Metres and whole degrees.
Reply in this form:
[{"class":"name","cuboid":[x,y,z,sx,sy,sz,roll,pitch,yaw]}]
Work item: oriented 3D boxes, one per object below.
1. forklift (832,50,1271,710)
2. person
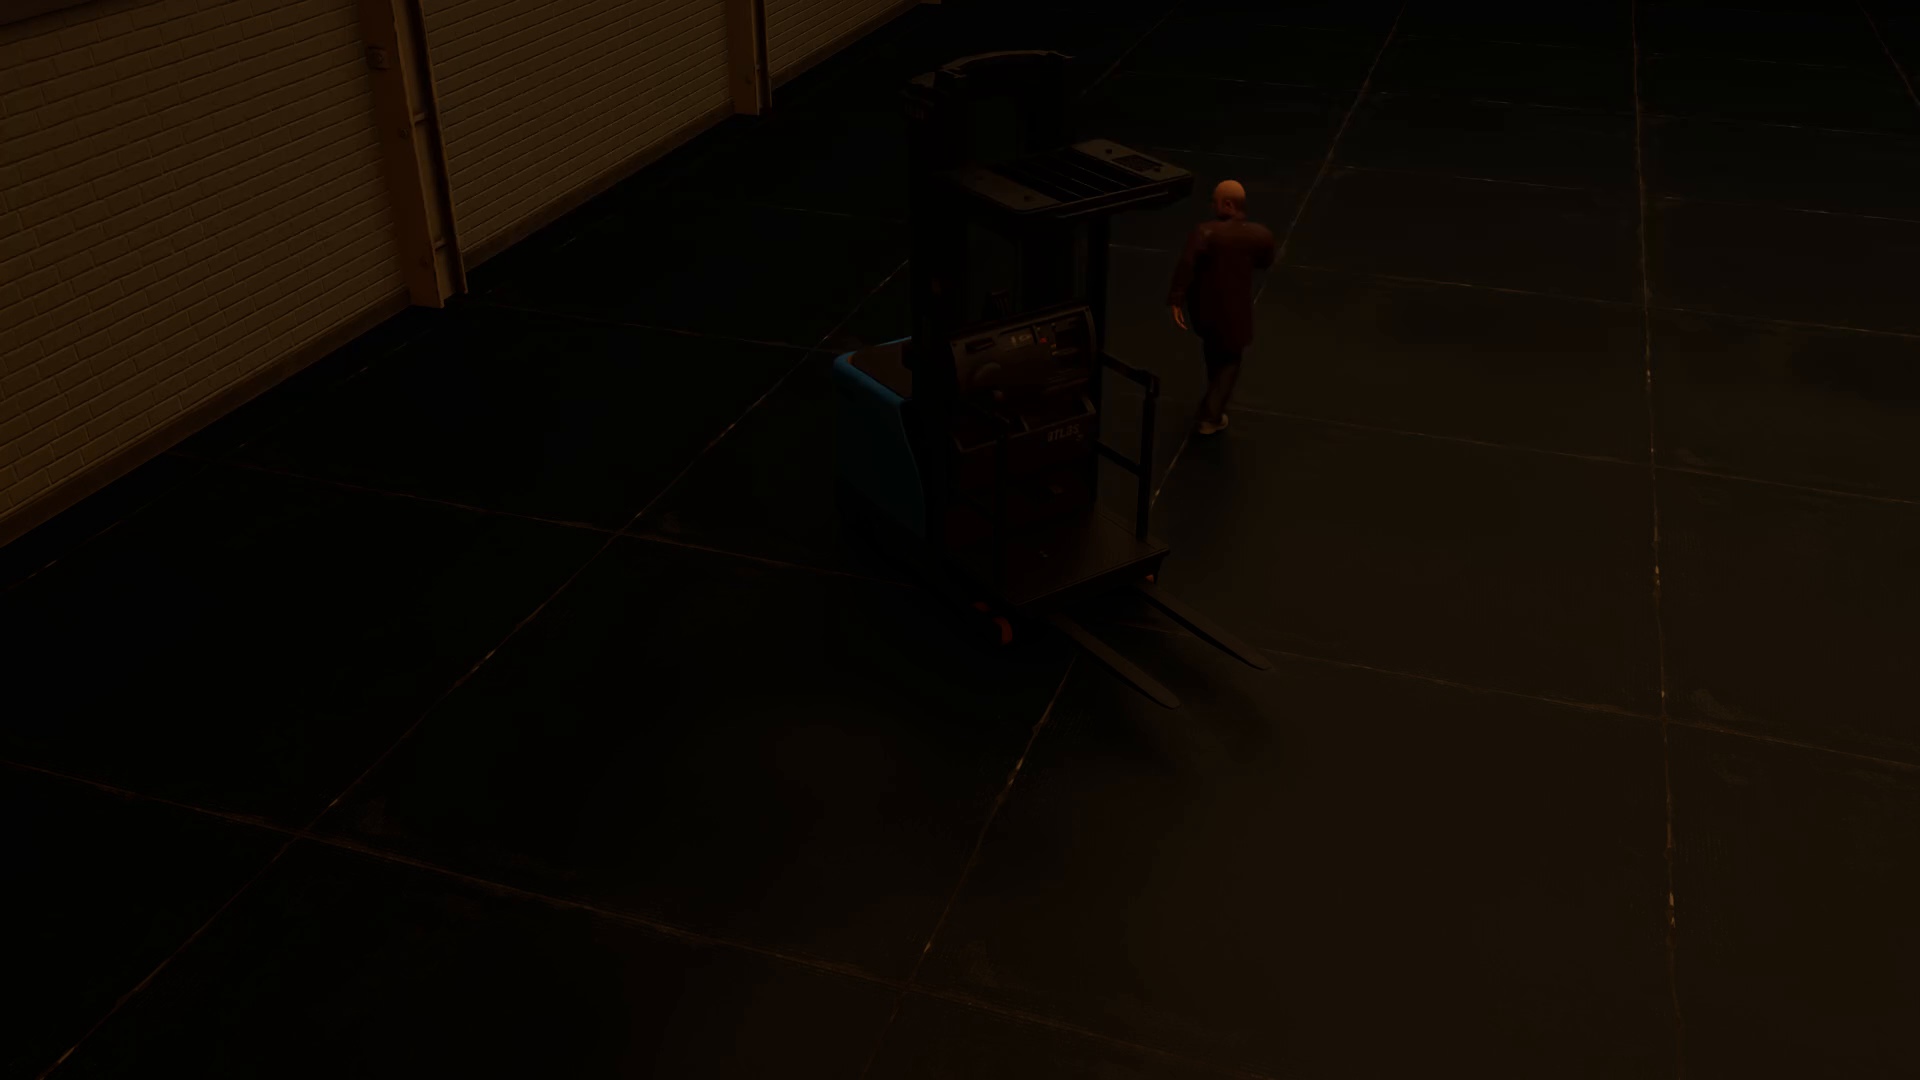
[{"class":"forklift","cuboid":[0.470,-0.960,8.820,1.130,2.935,3.031,-19,35,-29]},{"class":"person","cuboid":[1.759,-1.588,11.200,0.613,1.727,1.009,9,31,15]}]
